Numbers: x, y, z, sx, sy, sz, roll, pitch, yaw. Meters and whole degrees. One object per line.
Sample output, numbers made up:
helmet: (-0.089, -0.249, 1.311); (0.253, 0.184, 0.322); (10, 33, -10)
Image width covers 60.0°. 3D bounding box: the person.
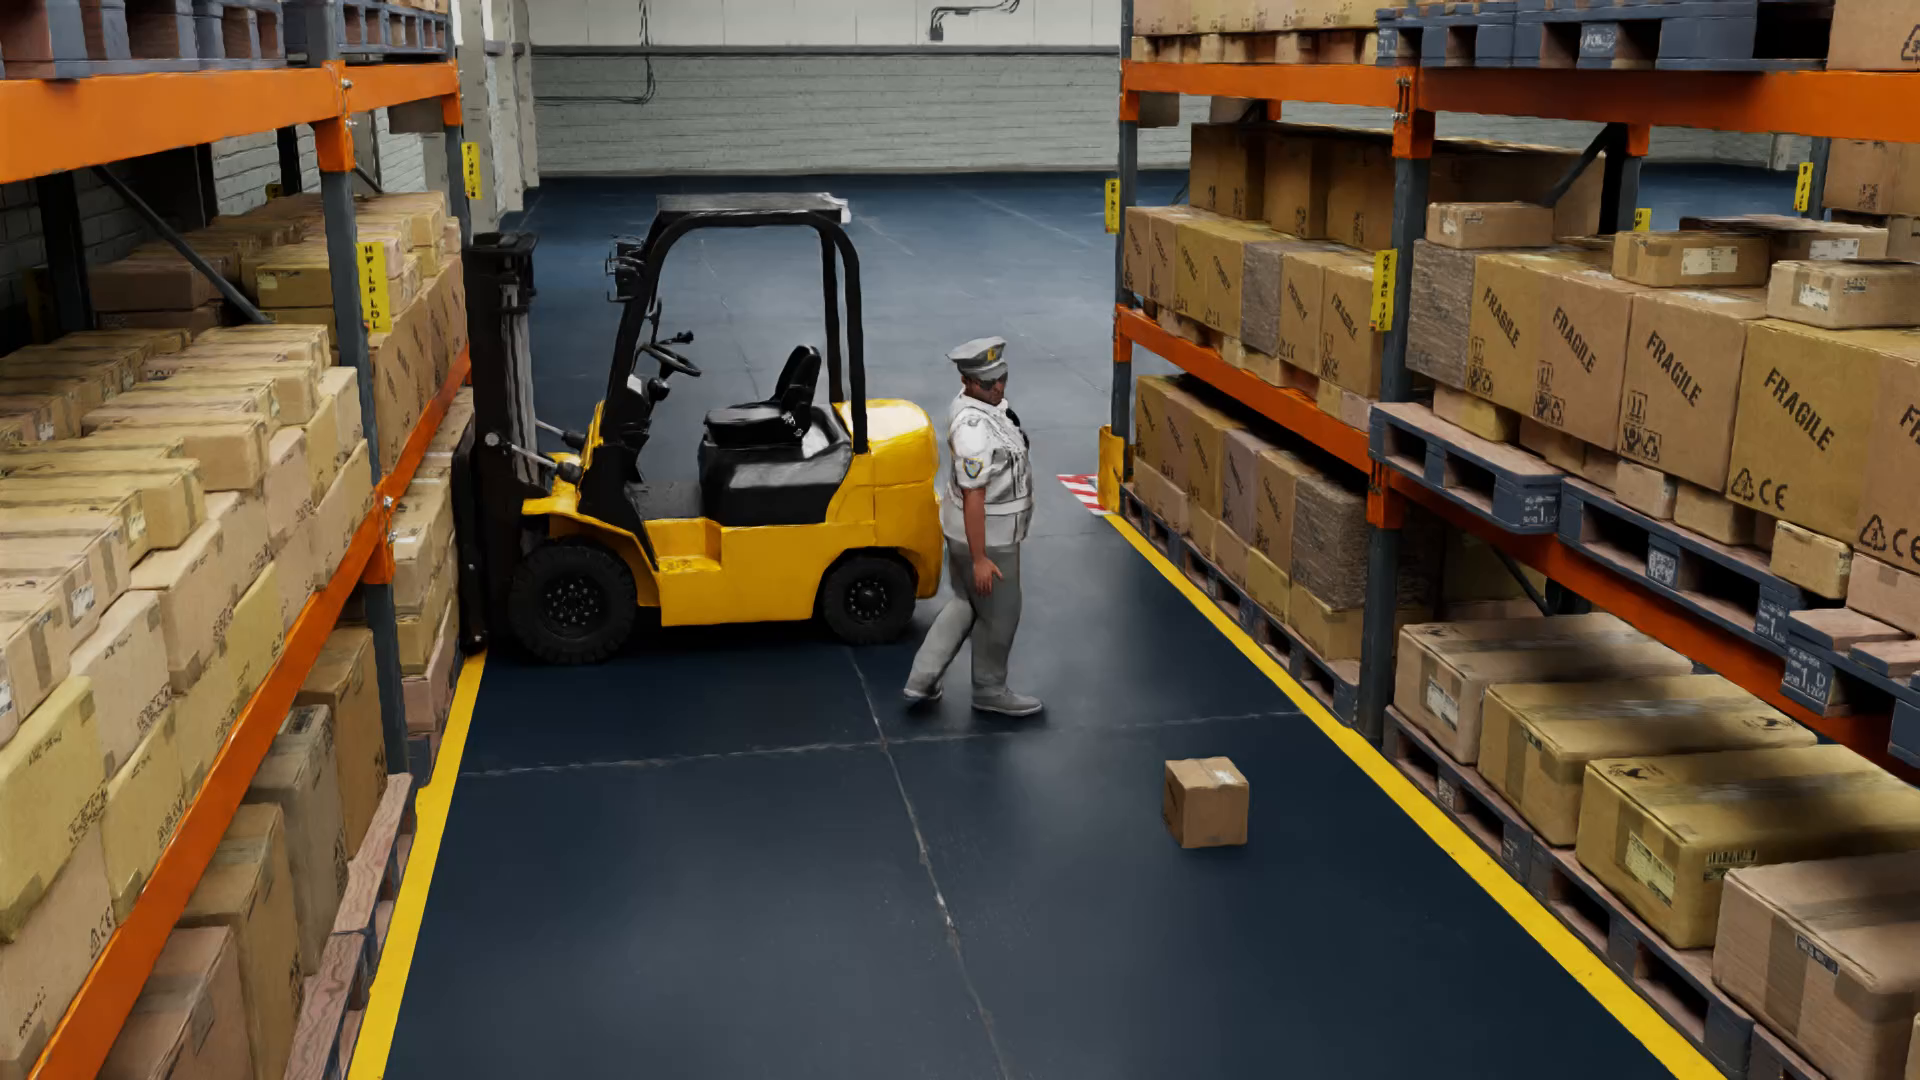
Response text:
person: (0.064, -0.029, 7.175); (0.622, 1.705, 0.597); (-2, 16, -8)
